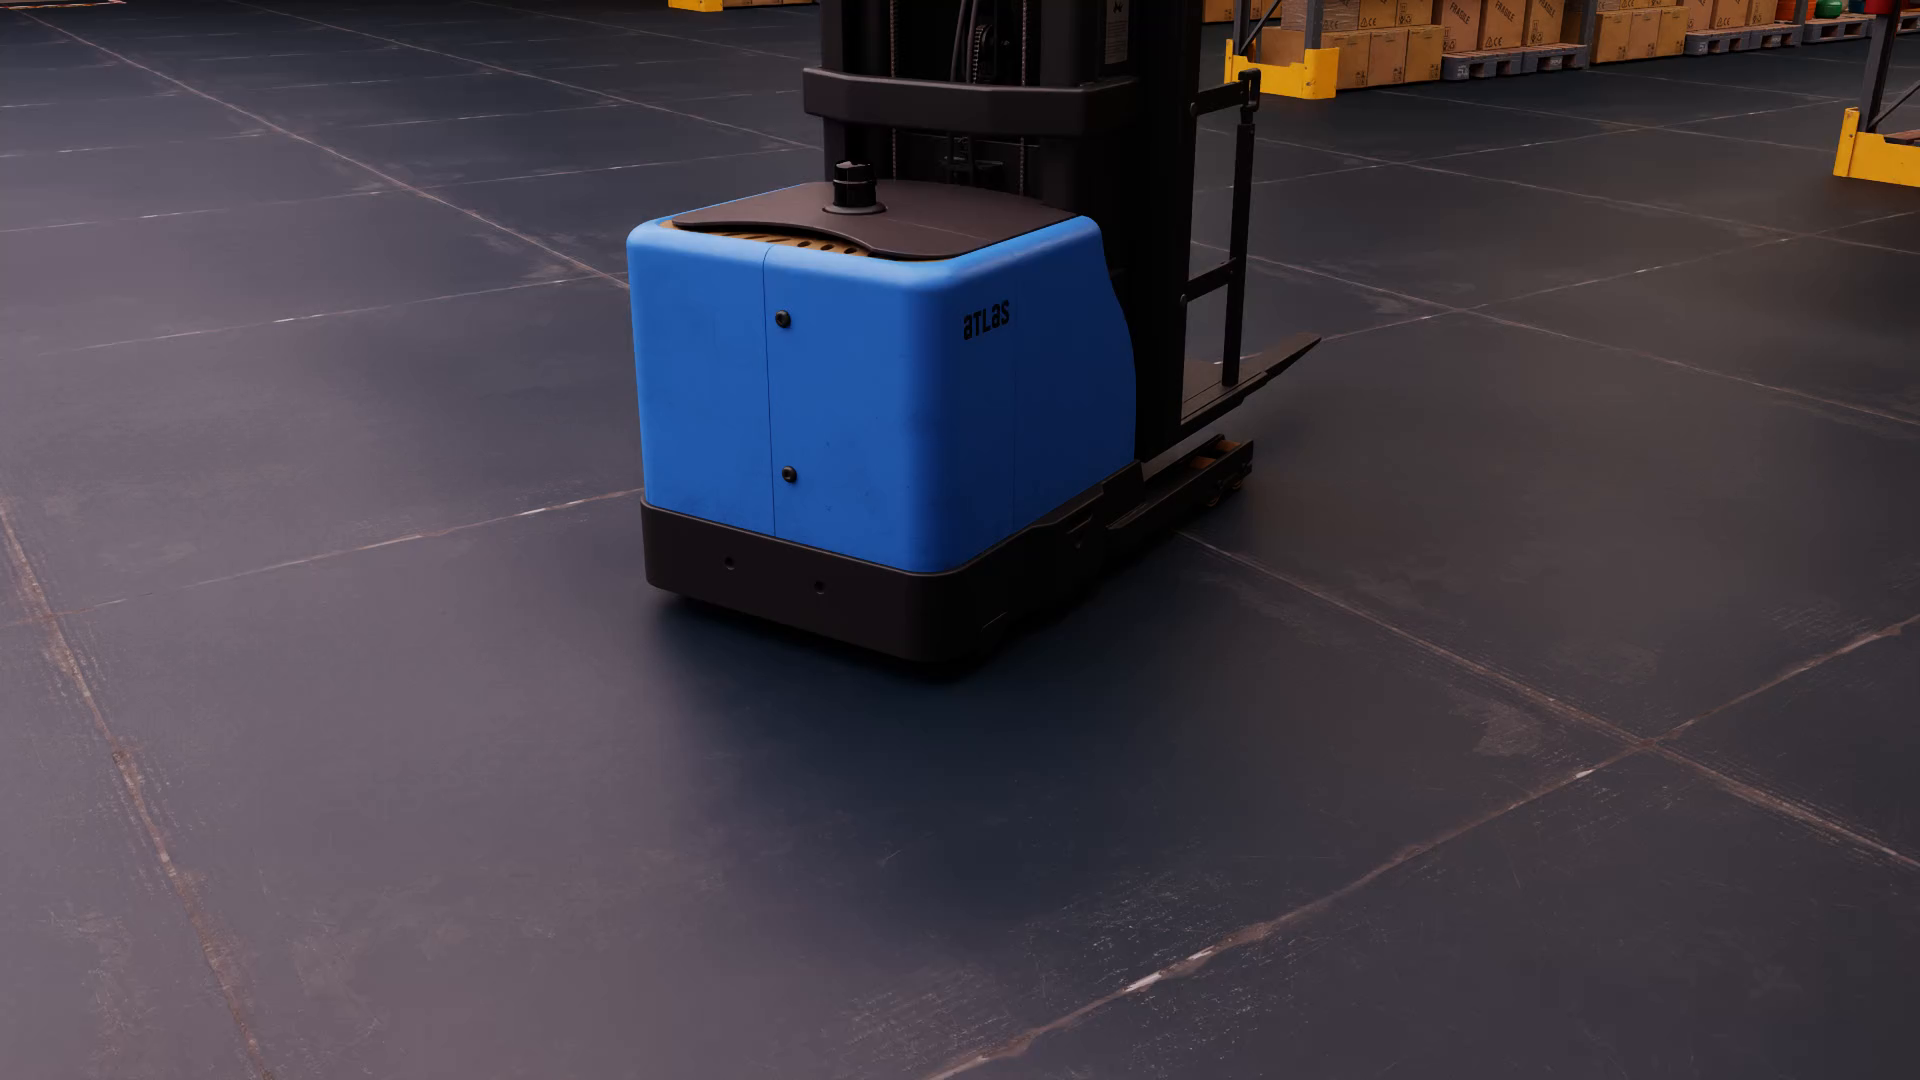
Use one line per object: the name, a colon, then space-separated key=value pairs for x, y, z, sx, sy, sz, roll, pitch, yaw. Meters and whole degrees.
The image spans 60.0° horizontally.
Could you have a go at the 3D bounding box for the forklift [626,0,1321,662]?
forklift: x=0.329 y=-1.551 z=5.087 sx=1.130 sy=2.935 sz=3.031 roll=14 pitch=26 yaw=30
